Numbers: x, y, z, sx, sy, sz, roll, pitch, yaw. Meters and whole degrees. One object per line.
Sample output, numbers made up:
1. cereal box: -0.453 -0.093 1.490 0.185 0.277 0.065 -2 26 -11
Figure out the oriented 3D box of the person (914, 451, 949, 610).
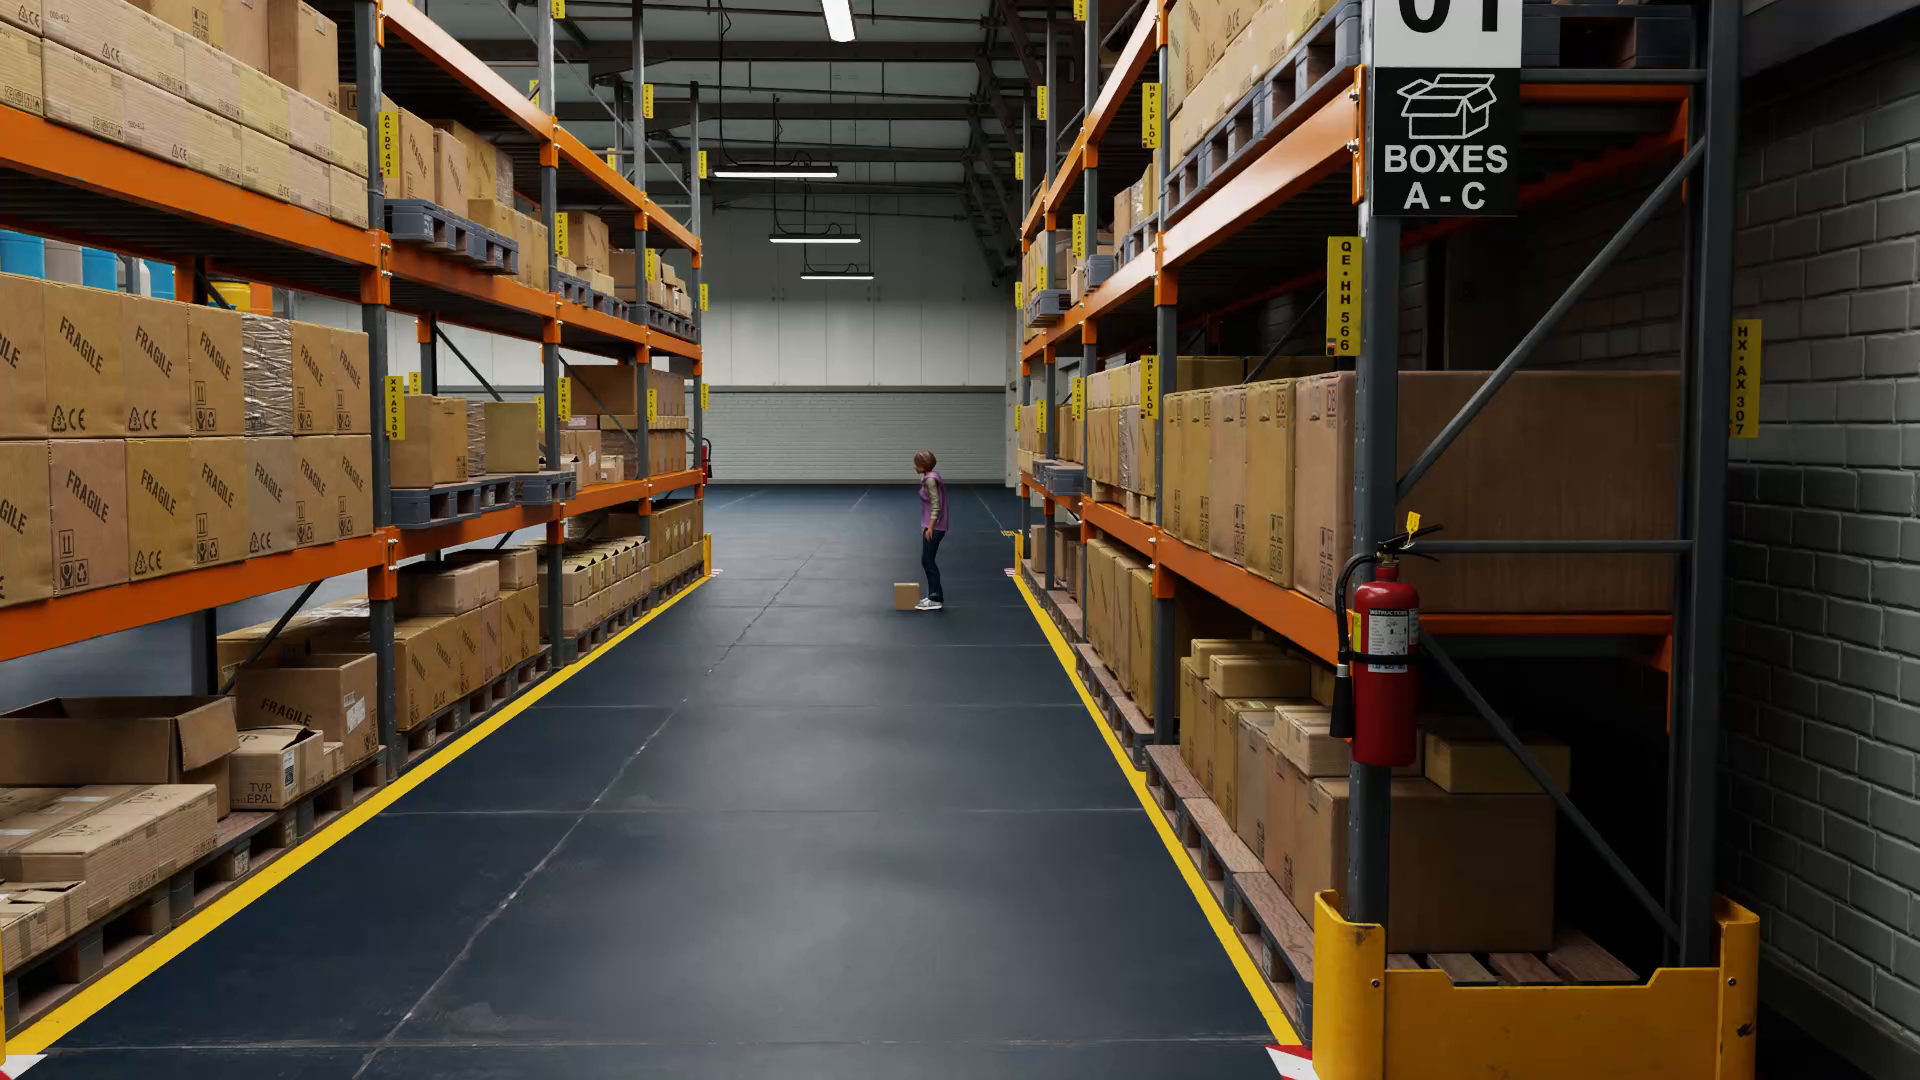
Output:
1. person: -0.292 -0.102 16.719 0.344 1.593 0.485 0 4 -5
